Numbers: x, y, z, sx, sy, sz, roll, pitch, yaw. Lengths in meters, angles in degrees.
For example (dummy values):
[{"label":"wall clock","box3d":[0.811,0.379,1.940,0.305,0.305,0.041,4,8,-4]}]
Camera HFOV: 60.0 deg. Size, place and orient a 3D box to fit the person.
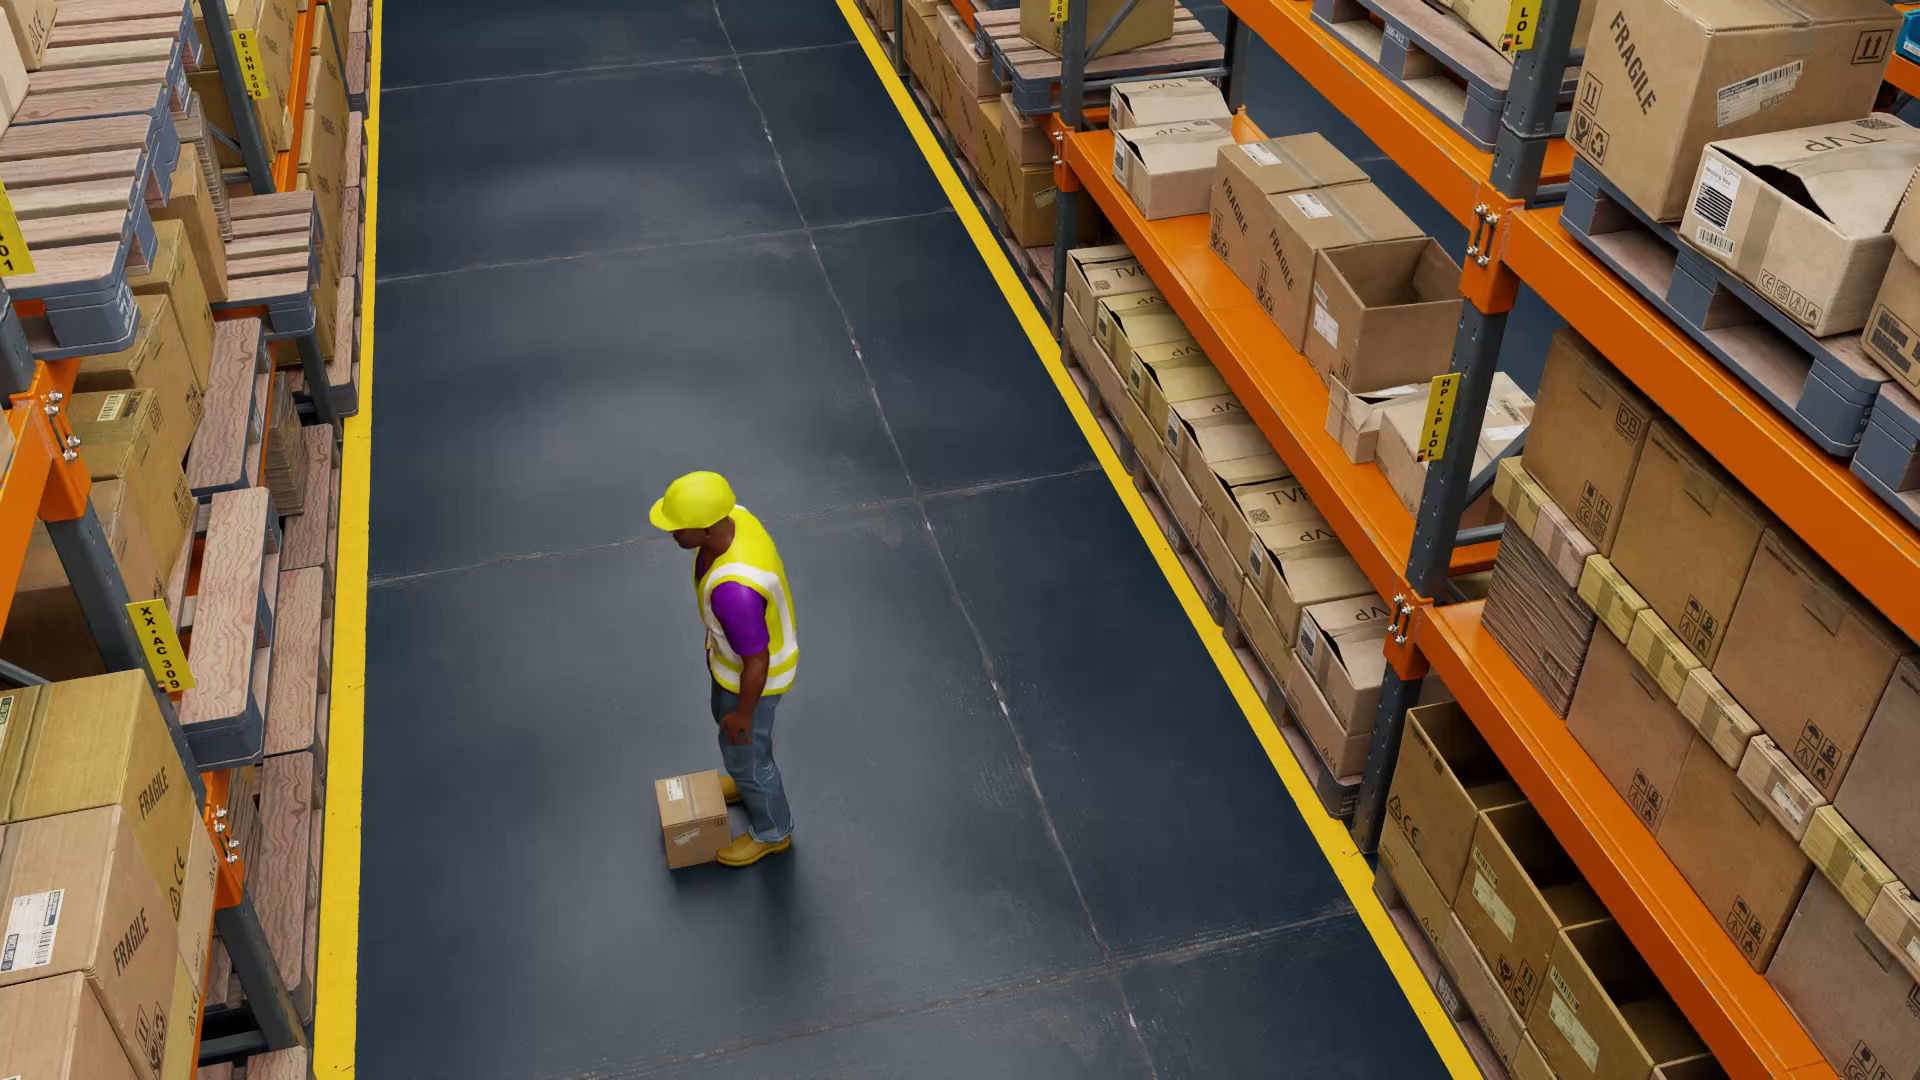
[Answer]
[{"label":"person","box3d":[-0.827,0.458,6.116,0.458,1.757,0.628,-8,39,-10]}]
